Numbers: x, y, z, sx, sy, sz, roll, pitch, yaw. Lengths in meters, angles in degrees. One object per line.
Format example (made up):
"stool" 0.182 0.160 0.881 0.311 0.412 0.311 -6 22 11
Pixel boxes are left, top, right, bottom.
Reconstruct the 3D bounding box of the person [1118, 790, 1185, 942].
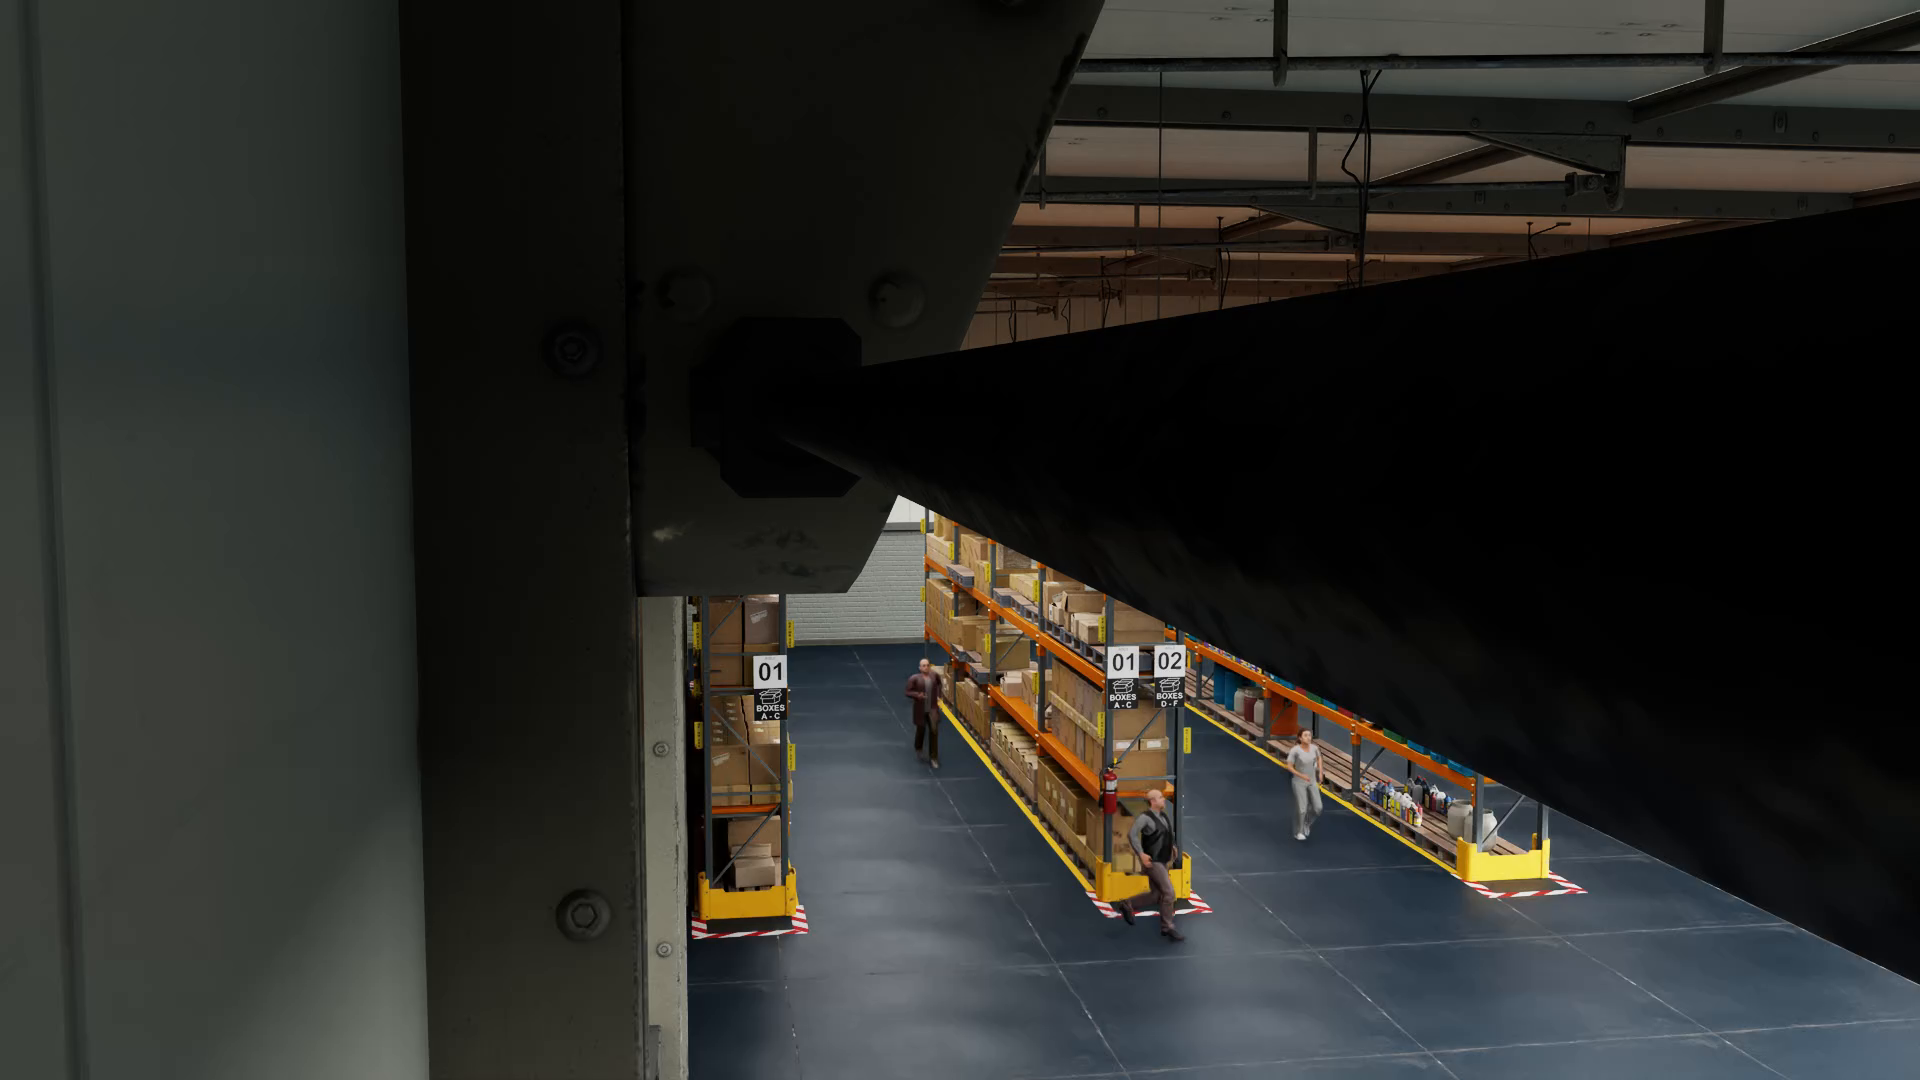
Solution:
"person" 2.282 3.777 19.490 0.859 1.710 0.670 3 6 29

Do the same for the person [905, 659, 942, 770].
"person" -0.603 2.936 28.424 0.697 1.831 0.966 -1 5 -14

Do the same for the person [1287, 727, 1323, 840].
"person" 4.894 3.443 23.437 0.603 1.624 0.569 -1 5 -16
